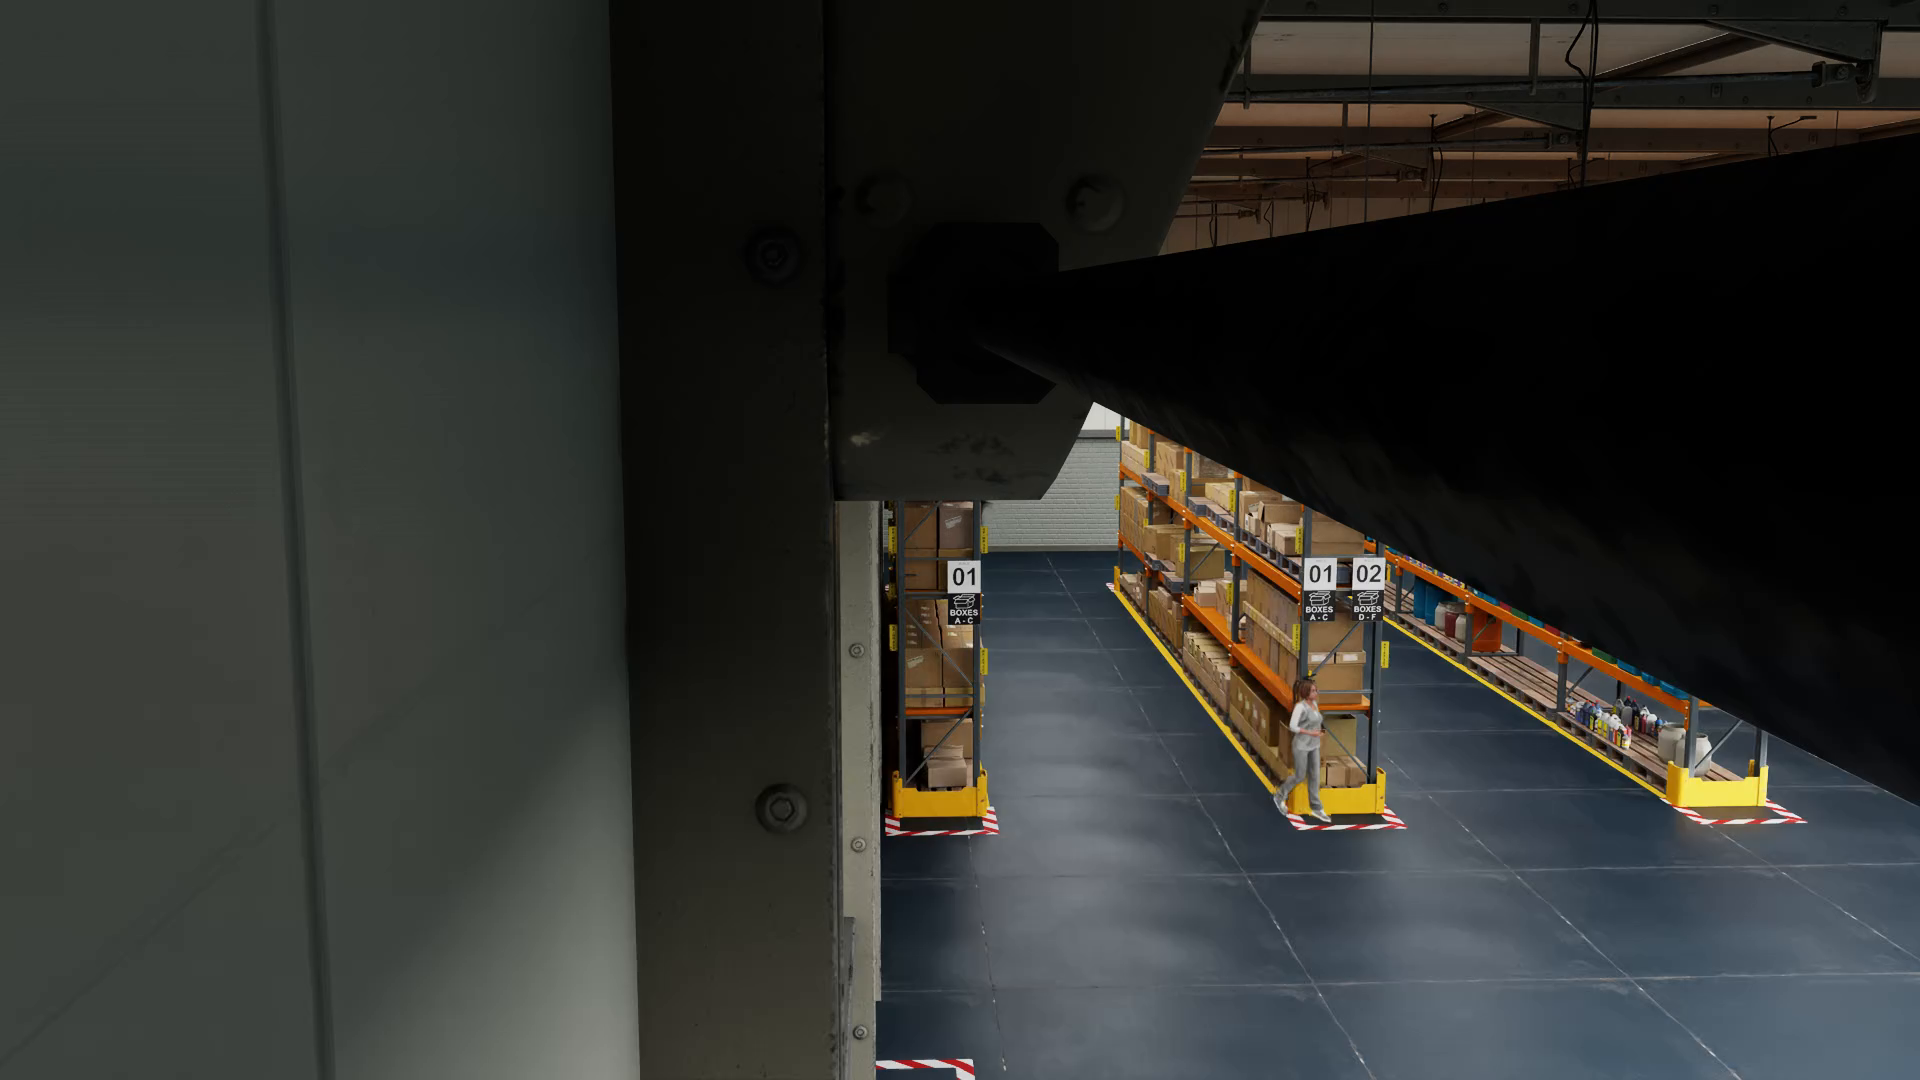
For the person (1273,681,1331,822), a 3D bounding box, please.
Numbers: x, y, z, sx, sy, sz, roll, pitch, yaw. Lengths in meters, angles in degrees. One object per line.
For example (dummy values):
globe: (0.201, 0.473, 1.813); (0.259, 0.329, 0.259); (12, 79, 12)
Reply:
person: (4.053, 2.458, 19.476); (0.741, 1.620, 0.555); (8, 11, 44)
